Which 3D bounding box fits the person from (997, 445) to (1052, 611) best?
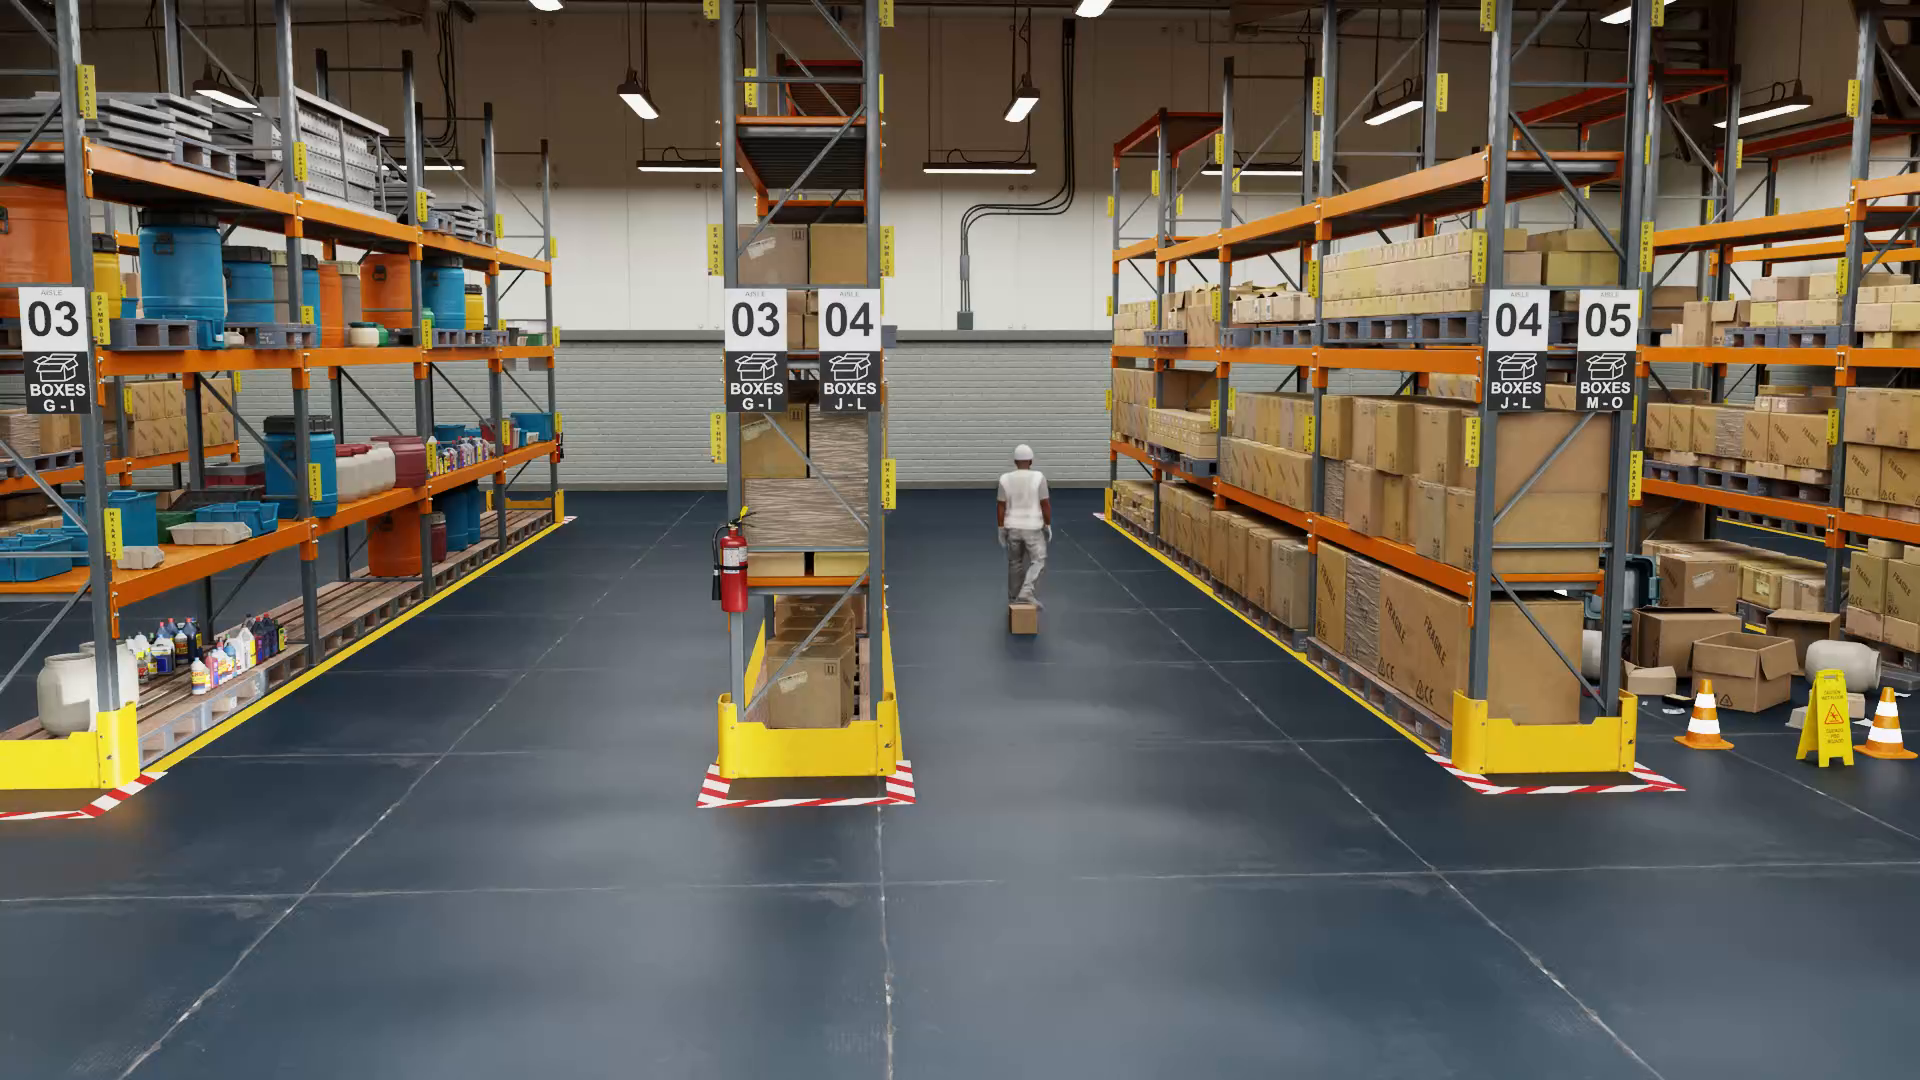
[{"bbox_3d":[0.658,-0.101,17.388,0.584,1.778,0.823,2,7,18],"label":"person"}]
